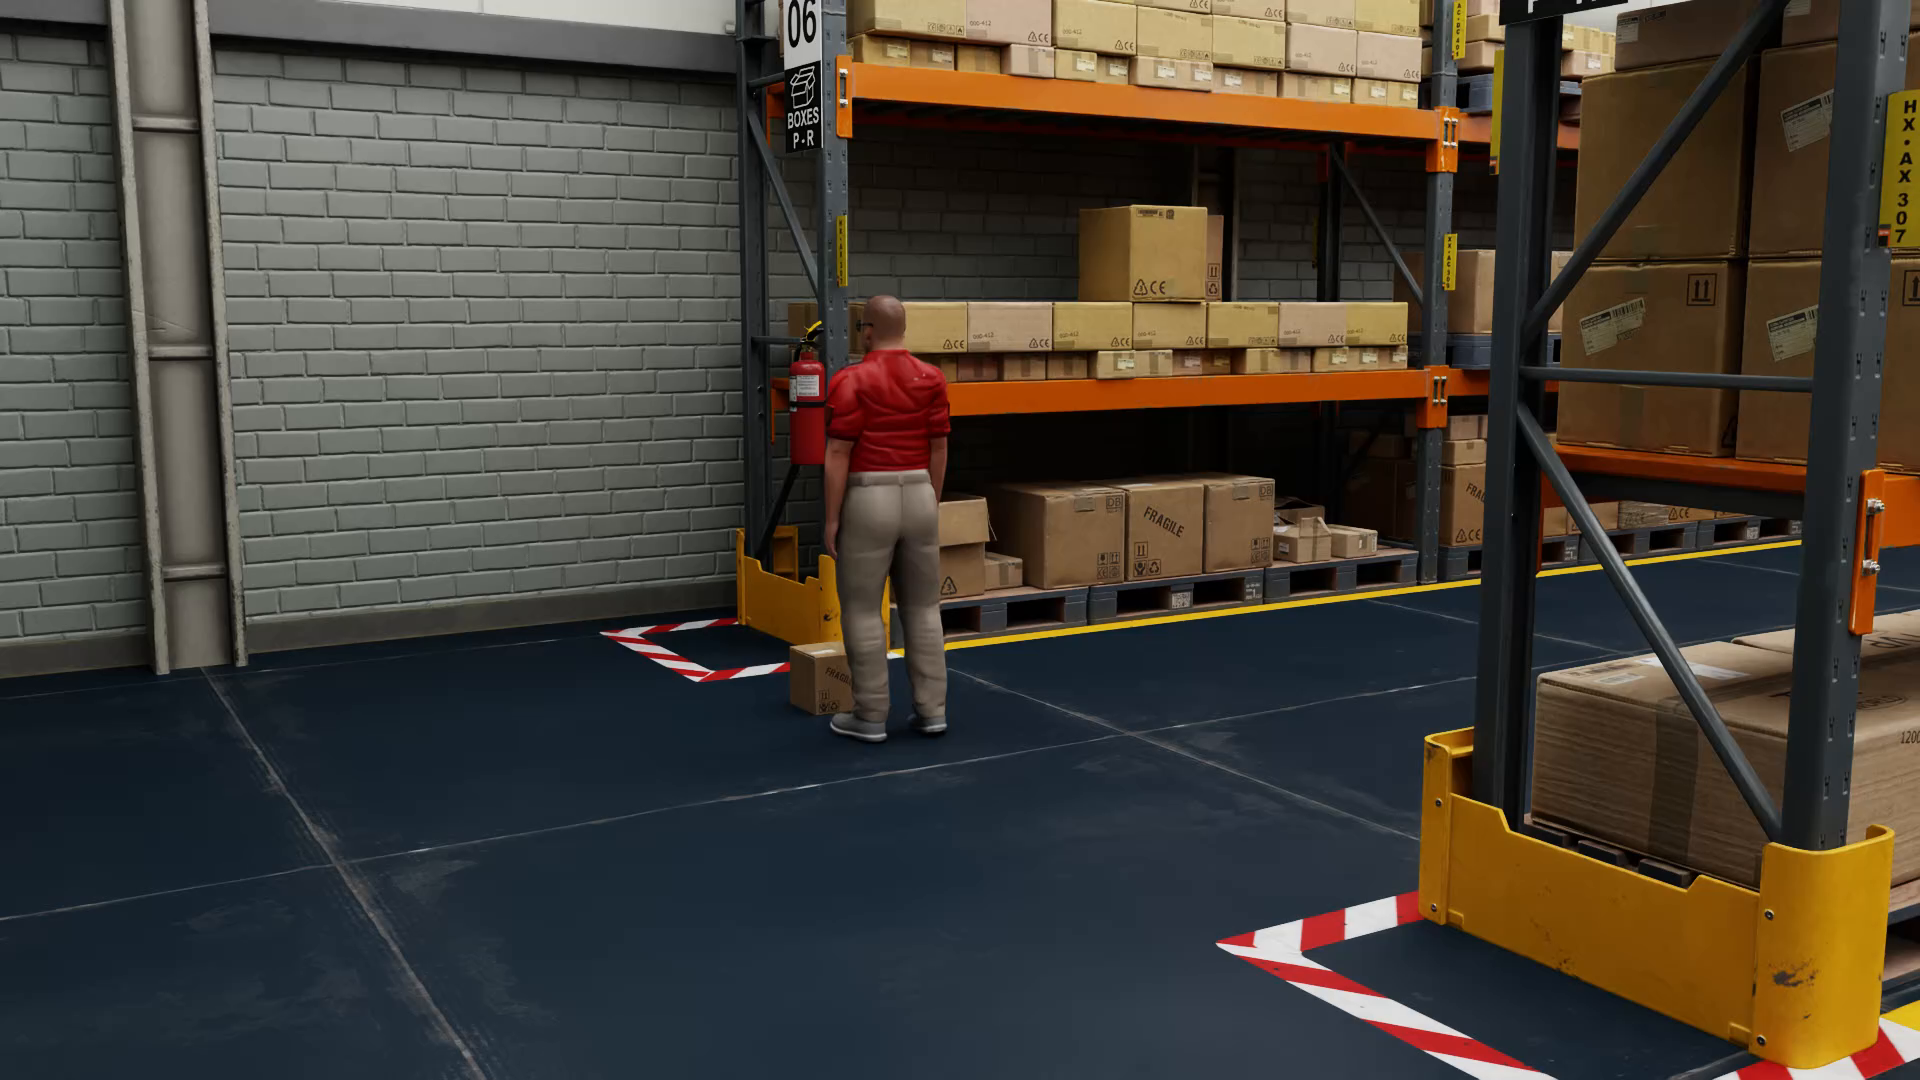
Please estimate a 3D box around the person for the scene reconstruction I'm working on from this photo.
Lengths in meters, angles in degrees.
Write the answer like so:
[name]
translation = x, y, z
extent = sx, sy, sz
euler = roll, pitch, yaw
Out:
[person]
translation = -0.305, -0.075, 6.508
extent = 0.526, 1.749, 0.372
euler = -5, 9, -30
